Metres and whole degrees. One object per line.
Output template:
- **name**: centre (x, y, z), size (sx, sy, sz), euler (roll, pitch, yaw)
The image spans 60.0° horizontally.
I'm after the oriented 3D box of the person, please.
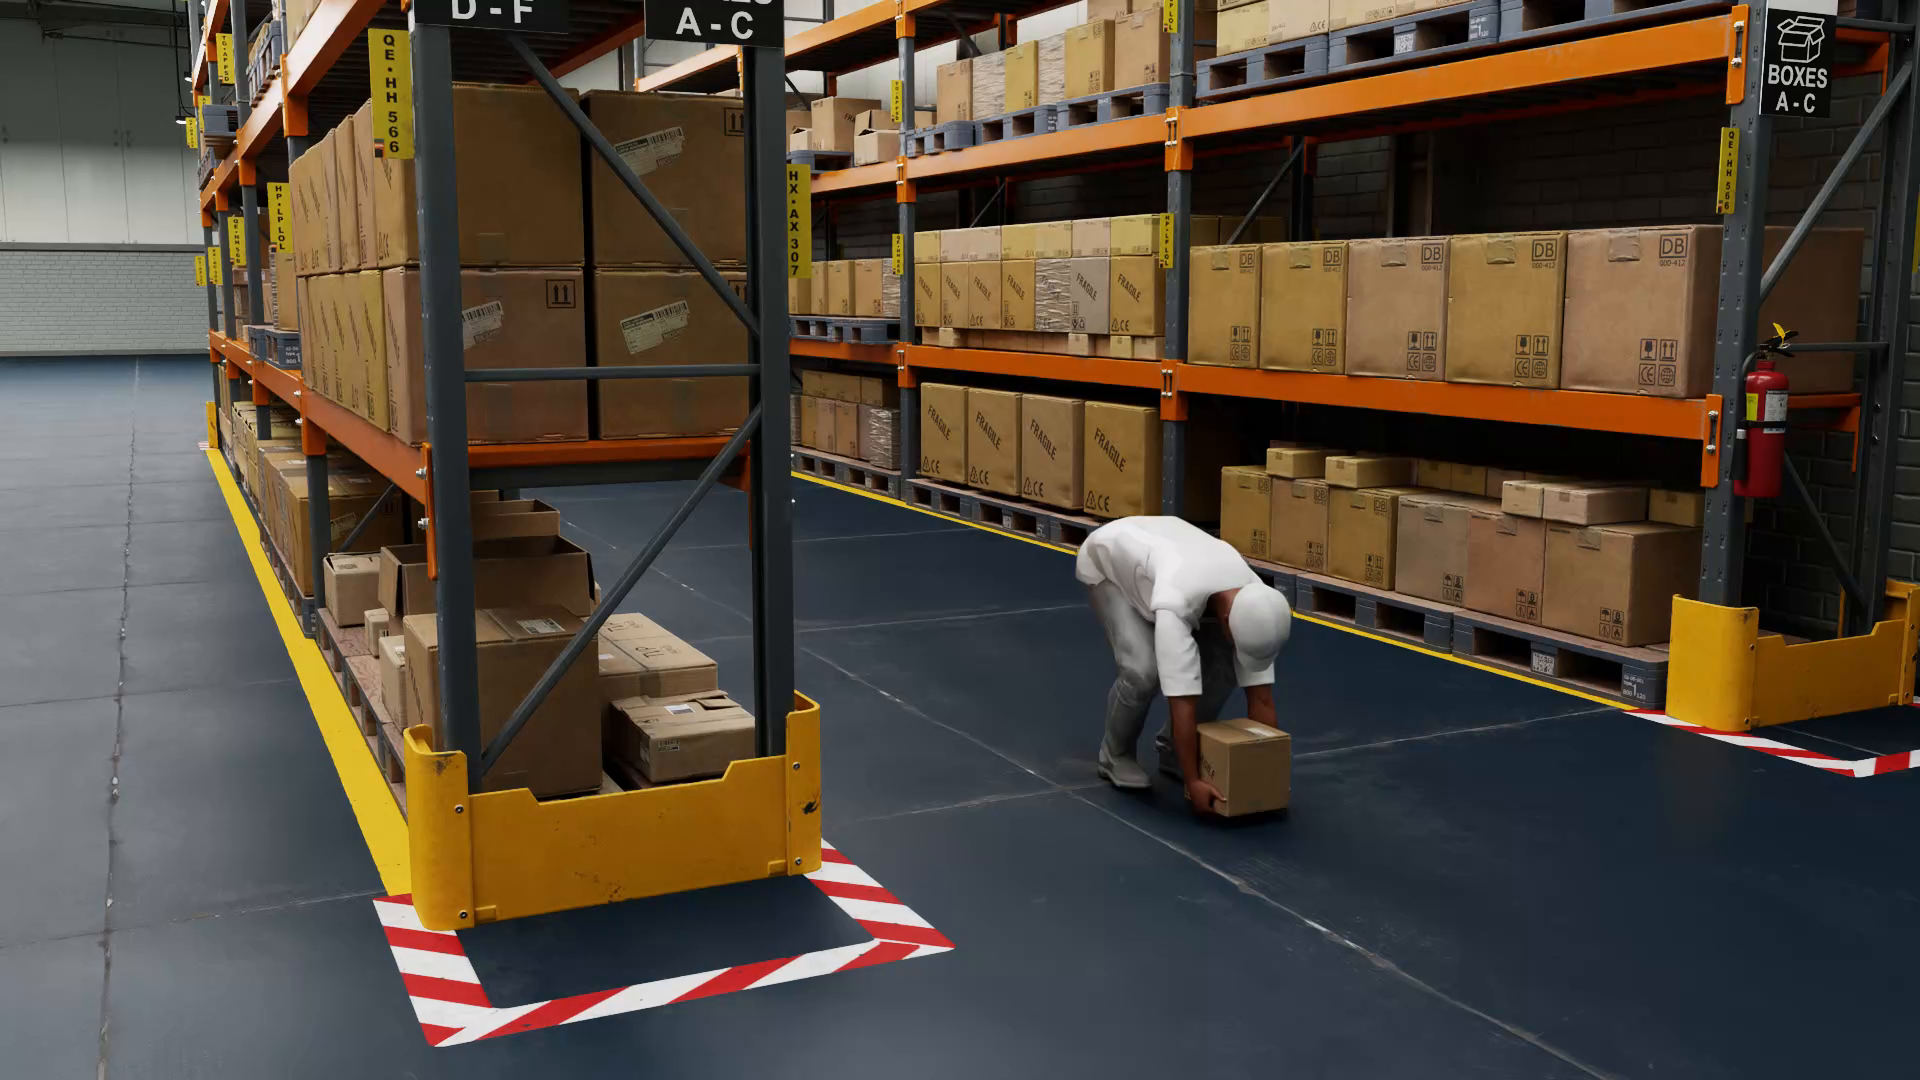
- **person**: centre (0.795, 0.409, 5.763), size (0.502, 0.952, 0.973), euler (-5, 10, -29)
